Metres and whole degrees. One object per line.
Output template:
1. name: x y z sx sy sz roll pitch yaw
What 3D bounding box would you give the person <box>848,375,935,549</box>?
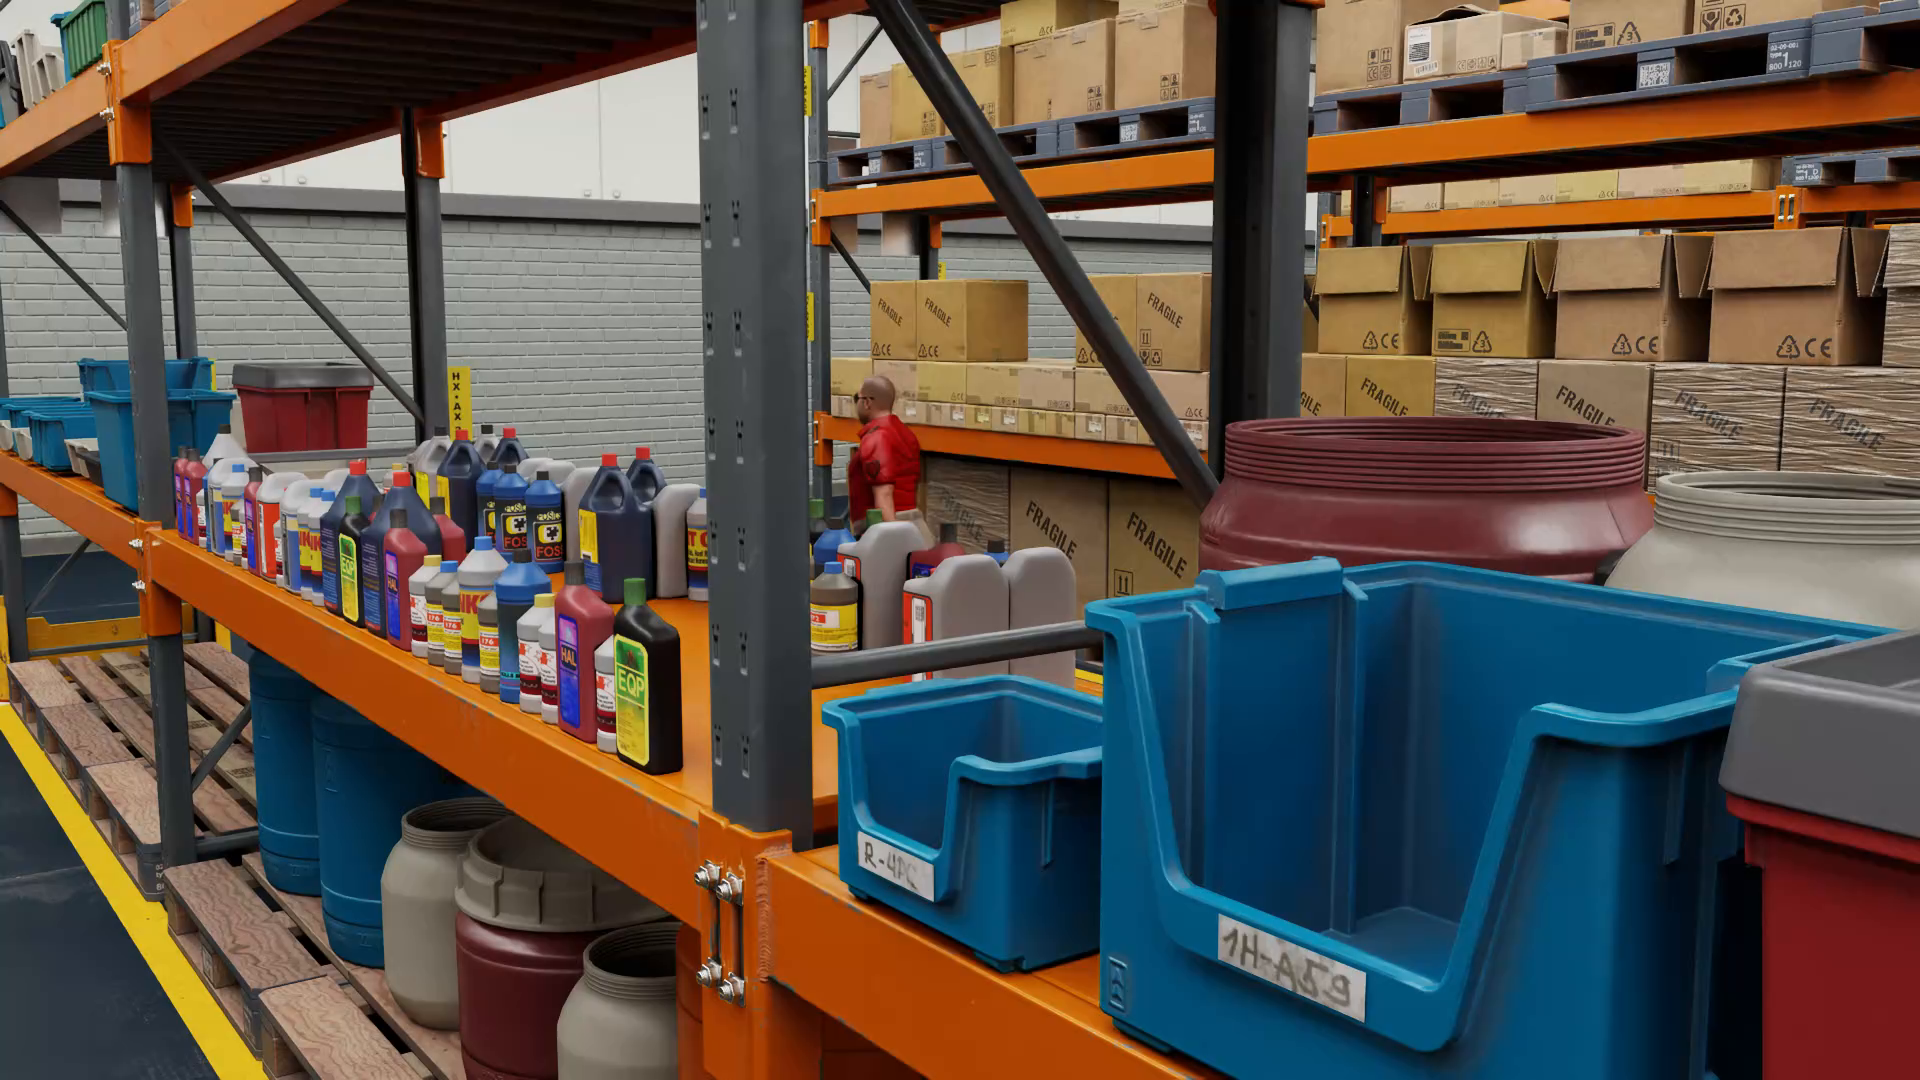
1. person: -0.388 0.015 8.225 1.041 1.653 0.570 4 9 30
